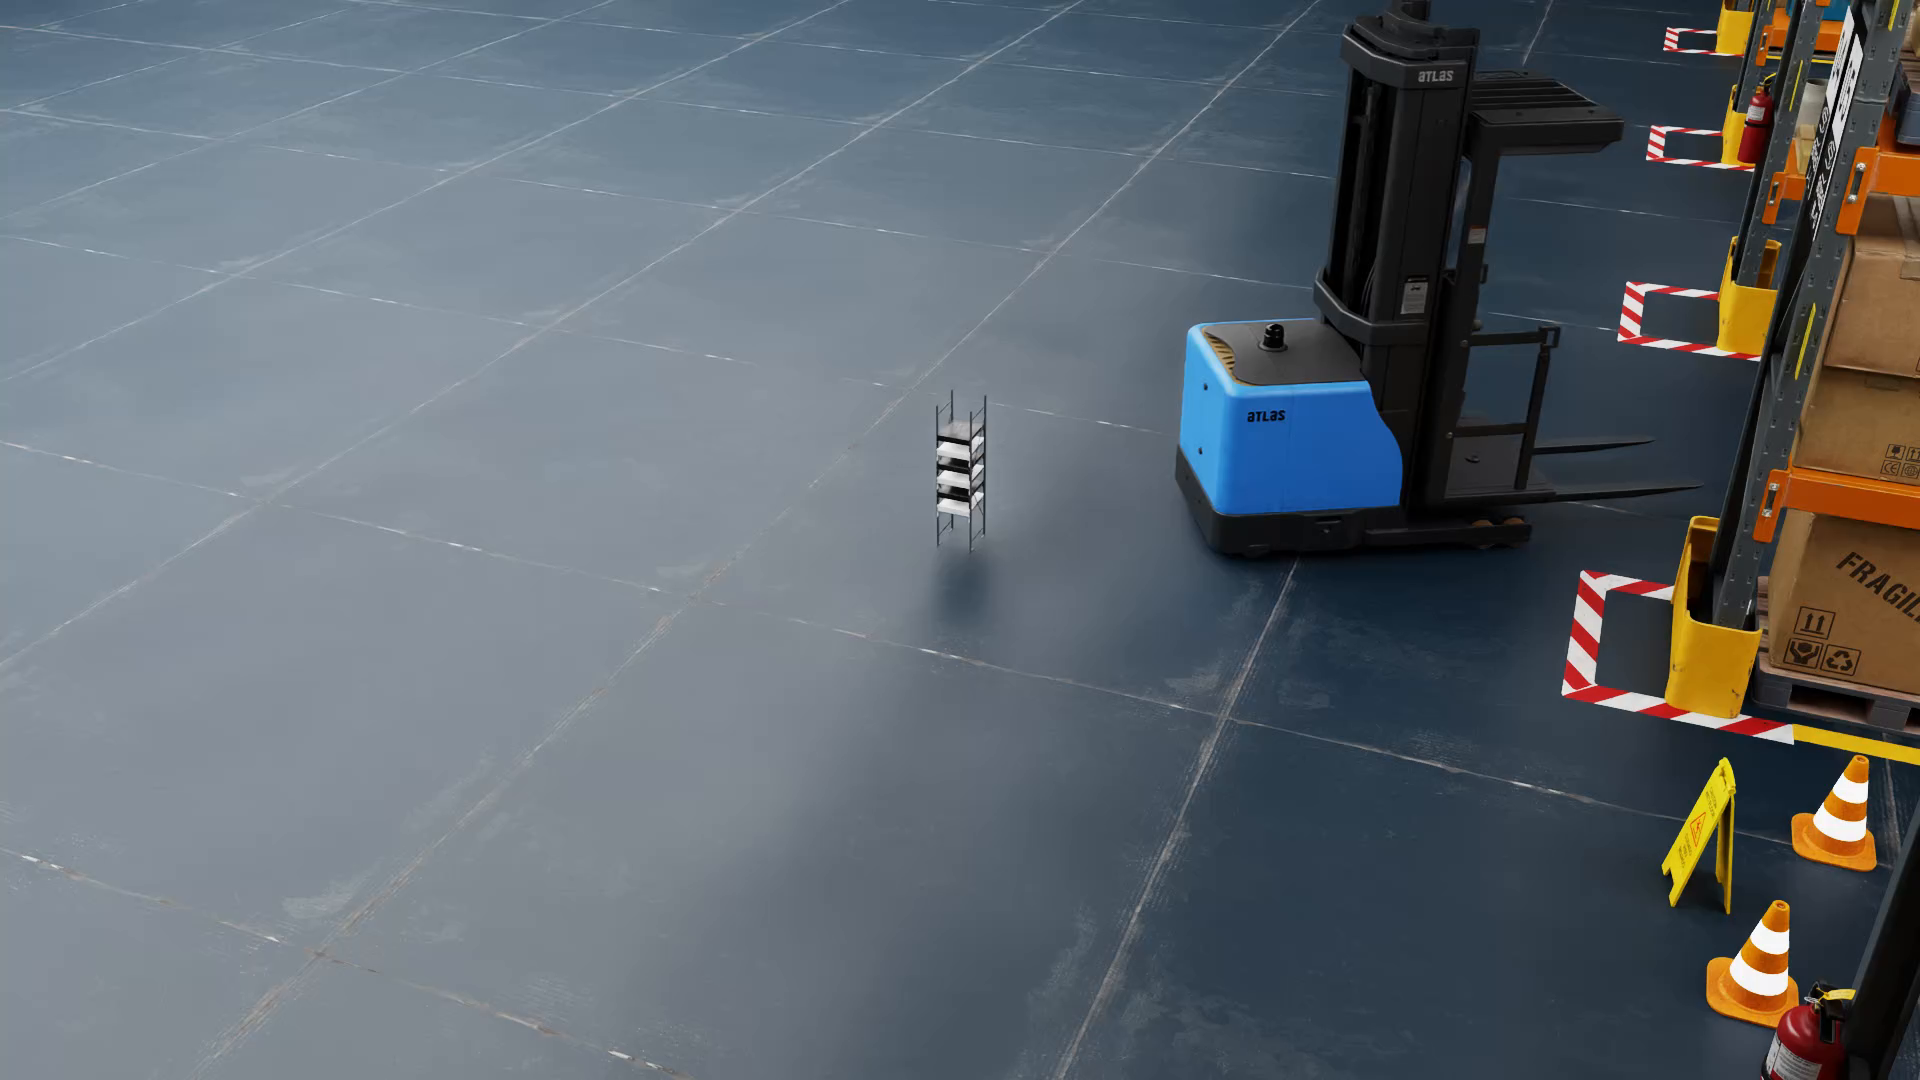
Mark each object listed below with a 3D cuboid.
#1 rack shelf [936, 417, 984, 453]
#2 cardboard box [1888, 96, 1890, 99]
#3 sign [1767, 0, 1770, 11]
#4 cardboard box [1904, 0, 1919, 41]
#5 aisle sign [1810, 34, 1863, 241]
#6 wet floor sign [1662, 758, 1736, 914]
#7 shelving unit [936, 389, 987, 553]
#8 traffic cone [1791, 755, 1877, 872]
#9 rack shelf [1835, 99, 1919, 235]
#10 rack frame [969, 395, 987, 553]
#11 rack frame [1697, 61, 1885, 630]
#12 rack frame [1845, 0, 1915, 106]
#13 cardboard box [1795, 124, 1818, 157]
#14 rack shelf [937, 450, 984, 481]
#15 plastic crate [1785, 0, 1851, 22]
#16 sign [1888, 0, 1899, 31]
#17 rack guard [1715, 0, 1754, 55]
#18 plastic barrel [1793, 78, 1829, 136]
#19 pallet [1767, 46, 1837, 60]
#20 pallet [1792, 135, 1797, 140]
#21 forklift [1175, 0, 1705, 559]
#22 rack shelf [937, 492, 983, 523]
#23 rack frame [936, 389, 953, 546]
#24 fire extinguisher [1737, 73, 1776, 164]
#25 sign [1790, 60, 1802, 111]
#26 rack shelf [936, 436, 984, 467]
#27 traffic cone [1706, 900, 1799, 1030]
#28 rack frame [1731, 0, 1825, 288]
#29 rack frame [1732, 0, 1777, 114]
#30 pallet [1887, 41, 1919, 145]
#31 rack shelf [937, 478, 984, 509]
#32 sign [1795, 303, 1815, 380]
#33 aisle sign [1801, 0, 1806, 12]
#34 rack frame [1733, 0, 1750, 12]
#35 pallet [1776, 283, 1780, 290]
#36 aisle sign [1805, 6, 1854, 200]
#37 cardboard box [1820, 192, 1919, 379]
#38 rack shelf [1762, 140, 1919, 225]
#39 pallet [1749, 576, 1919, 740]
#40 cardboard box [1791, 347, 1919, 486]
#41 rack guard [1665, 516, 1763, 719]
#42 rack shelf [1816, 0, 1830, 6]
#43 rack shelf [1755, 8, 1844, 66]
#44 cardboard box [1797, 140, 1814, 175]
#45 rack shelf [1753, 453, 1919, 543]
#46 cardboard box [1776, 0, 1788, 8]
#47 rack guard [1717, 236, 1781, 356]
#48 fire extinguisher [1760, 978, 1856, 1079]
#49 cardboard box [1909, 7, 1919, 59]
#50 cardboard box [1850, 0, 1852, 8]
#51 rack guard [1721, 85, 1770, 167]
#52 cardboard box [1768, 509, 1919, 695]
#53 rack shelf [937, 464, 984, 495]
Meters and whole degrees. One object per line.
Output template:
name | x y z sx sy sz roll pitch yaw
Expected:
rack shelf | 0.008 -0.596 9.409 0.200 0.077 0.258 11 31 19
cardboard box | 6.370 -3.009 11.622 0.500 0.500 0.875 11 31 19
sign | 7.522 -5.080 15.407 0.005 0.325 0.100 11 31 19
cardboard box | 6.278 -3.333 11.178 0.500 0.500 0.500 11 31 19
aisle sign | 3.734 -1.716 7.095 0.004 0.787 0.394 11 31 19
wet floor sign | 3.141 1.215 6.945 0.232 0.644 0.267 6 30 11
shelving unit | 0.008 -0.390 9.526 0.210 0.900 0.258 11 31 19
traffic cone | 3.870 1.142 7.259 0.334 0.463 0.336 11 31 19
rack shelf | 5.765 -1.331 6.738 4.000 0.370 1.077 11 31 19
rack frame | 0.102 -0.371 9.493 0.006 0.900 0.240 11 31 19
rack frame | 3.912 -0.708 7.954 0.127 3.000 1.000 11 31 19
rack frame | 3.912 -3.320 6.478 0.127 3.000 1.000 11 31 19
cardboard box | 6.212 -2.883 12.057 0.250 0.149 0.380 11 31 19
rack shelf | 0.008 -0.440 9.498 0.200 0.077 0.258 11 31 19
plastic crate | 8.309 -5.188 16.032 0.616 0.251 0.499 11 31 19
sign | 3.698 -2.177 6.536 0.005 0.325 0.100 11 31 19
rack guard | 9.576 -6.383 20.535 0.348 0.500 1.175 11 31 19
plastic barrel | 8.371 -4.222 16.273 0.421 0.512 0.421 0 29 0
pallet | 10.323 -6.131 20.382 1.213 0.211 1.003 11 31 19
pallet | 8.572 -3.850 16.347 1.213 0.211 1.003 11 31 19
forklift | 2.884 -1.479 9.388 3.031 2.935 1.130 -4 30 -6
rack shelf | 0.008 -0.205 9.631 0.200 0.077 0.258 11 31 19
rack frame | -0.087 -0.409 9.559 0.006 0.900 0.240 11 31 19
fire extinguisher | 5.938 -3.148 12.350 0.183 0.674 0.296 11 31 19
sign | 5.667 -3.080 11.271 0.005 0.325 0.100 11 31 19
rack shelf | 0.008 -0.518 9.454 0.200 0.077 0.258 11 31 19
traffic cone | 3.130 1.595 6.459 0.334 0.463 0.336 11 31 19
rack frame | 5.870 -2.951 11.922 0.127 3.000 1.000 11 31 19
rack frame | 7.733 -5.209 15.918 0.127 3.000 1.000 11 31 19
pallet | 4.603 -1.843 7.003 1.213 0.211 1.003 11 31 19
rack shelf | 0.008 -0.283 9.587 0.200 0.077 0.258 11 31 19
sign | 3.698 -0.867 7.276 0.005 0.325 0.100 11 31 19
aisle sign | 5.700 -3.957 11.061 0.004 0.787 0.394 11 31 19
rack frame | 9.598 -7.467 19.912 0.127 3.000 1.000 11 31 19
pallet | 6.680 -1.556 12.289 1.213 0.211 1.003 11 31 19
aisle sign | 3.959 -1.989 7.579 0.004 0.787 0.394 11 31 19
cardboard box | 4.241 -1.157 7.499 0.550 0.550 0.875 11 31 19
rack shelf | 7.724 -2.268 11.444 4.000 0.370 1.077 11 31 19
pallet | 4.682 0.618 8.442 1.213 0.211 1.003 11 31 19
cardboard box | 4.273 -0.725 7.832 0.550 0.550 0.875 11 31 19
rack guard | 3.890 0.376 8.577 0.348 0.500 1.175 11 31 19
rack shelf | 7.724 -3.573 10.706 4.000 0.370 1.077 11 31 19
rack shelf | 9.586 -4.526 15.440 4.000 0.370 1.077 11 31 19
cardboard box | 6.045 -2.680 11.698 0.250 0.149 0.380 11 31 19
rack shelf | 5.765 -0.025 7.476 4.000 0.370 1.077 11 31 19
cardboard box | 10.207 -6.816 20.365 0.500 0.500 0.500 11 31 19
rack guard | 5.941 -1.848 12.512 0.348 0.500 1.175 11 31 19
fire extinguisher | 2.212 1.370 4.356 0.183 0.674 0.296 11 31 19
cardboard box | 4.348 -2.224 7.314 0.250 0.149 0.380 11 31 19
cardboard box | 6.473 -3.570 11.598 0.500 0.500 0.500 11 31 19
rack guard | 7.821 -4.128 16.546 0.348 0.500 1.175 11 31 19
cardboard box | 4.565 0.130 8.205 0.875 0.875 0.875 11 31 19
rack shelf | 0.008 -0.361 9.542 0.200 0.077 0.258 11 31 19
